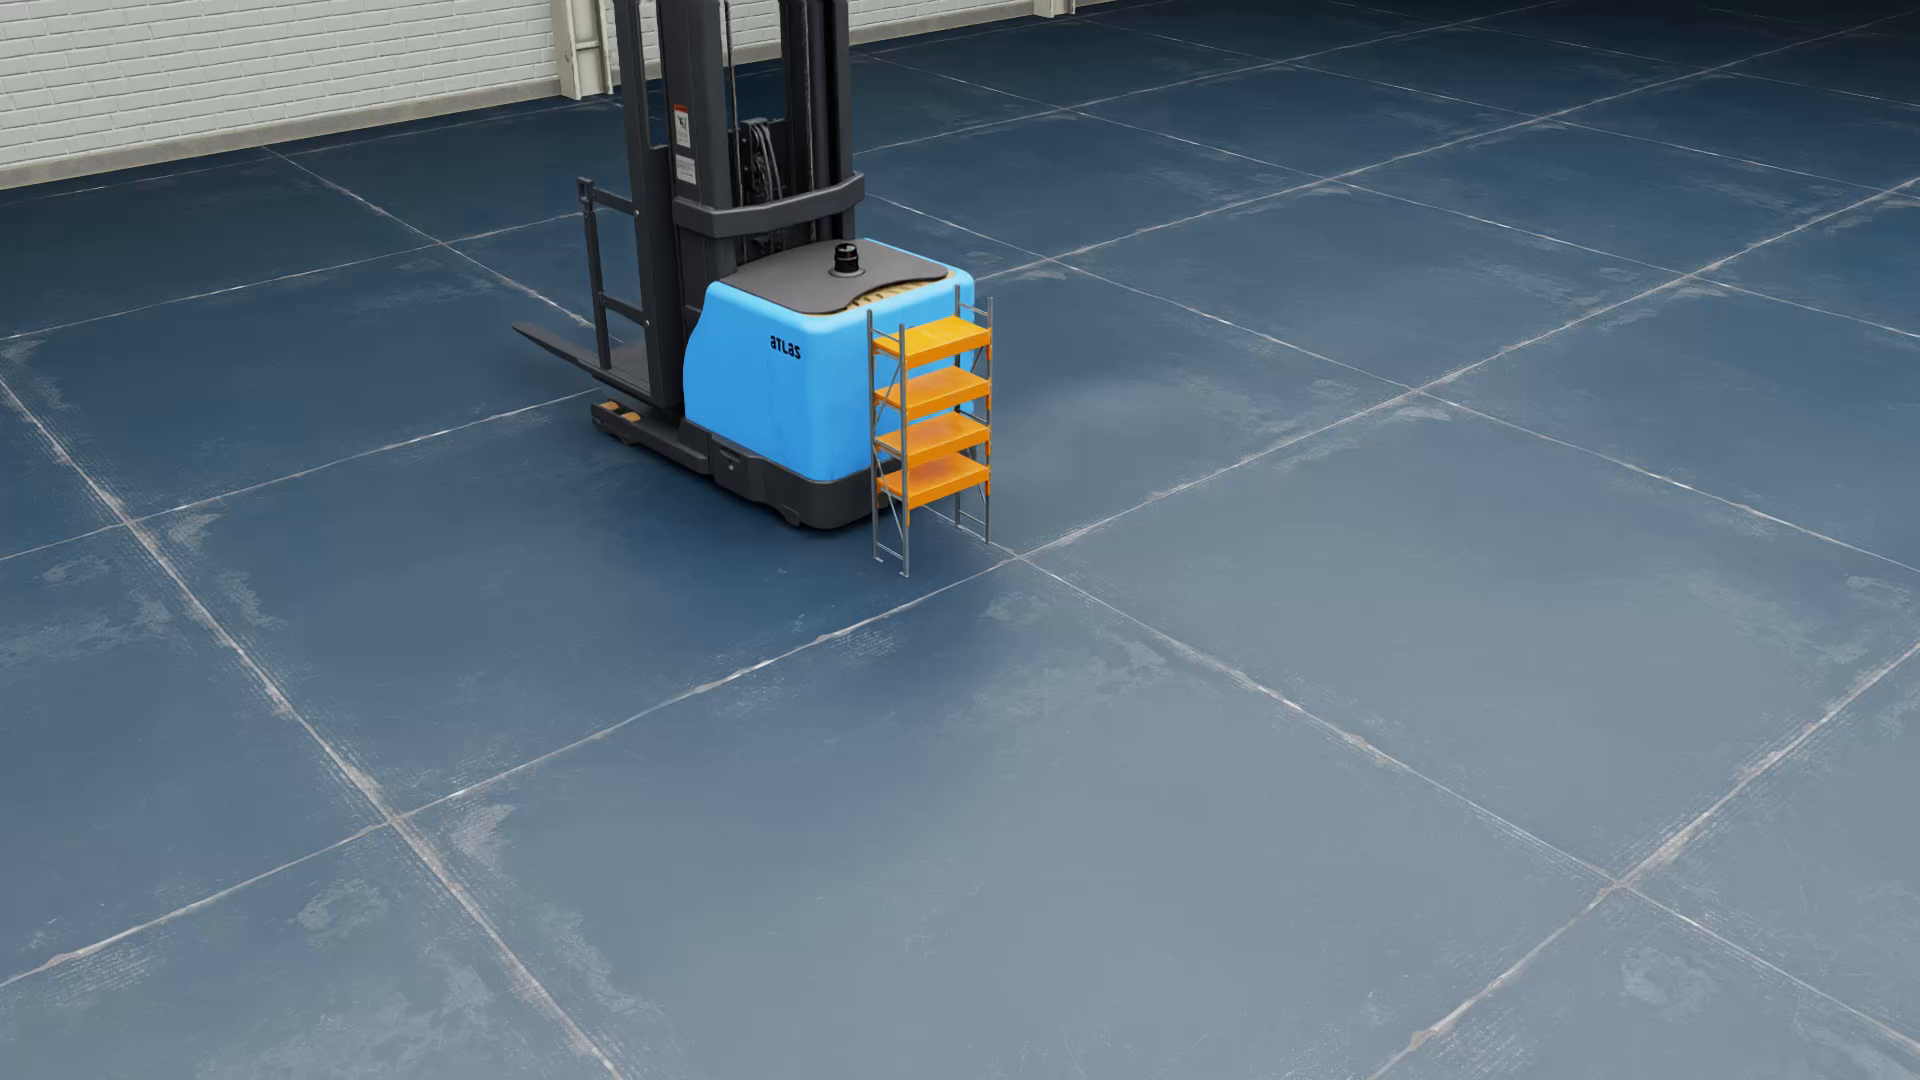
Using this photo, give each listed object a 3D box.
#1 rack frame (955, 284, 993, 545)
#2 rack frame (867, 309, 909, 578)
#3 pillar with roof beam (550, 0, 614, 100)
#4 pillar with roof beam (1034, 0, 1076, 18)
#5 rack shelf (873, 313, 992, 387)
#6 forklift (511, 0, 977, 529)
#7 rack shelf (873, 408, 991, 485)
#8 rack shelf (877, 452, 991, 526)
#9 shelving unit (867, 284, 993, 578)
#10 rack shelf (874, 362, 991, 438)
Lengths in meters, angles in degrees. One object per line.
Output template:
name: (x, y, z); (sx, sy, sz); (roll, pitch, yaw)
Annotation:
rack frame: (0.060, -0.553, 7.512); (0.015, 1.200, 0.240); (-22, 35, -35)
rack frame: (-0.312, -0.404, 7.233); (0.015, 1.200, 0.240); (-22, 35, -35)
pillar with roof beam: (-0.700, -6.605, 10.562); (0.400, 9.000, 9.100); (-22, 35, -35)
pillar with roof beam: (3.865, -8.440, 13.996); (0.400, 9.000, 9.100); (-22, 35, -35)
rack shelf: (-0.126, -0.825, 7.187); (0.480, 0.148, 0.258); (-22, 35, -35)
forklift: (-1.304, -1.942, 8.274); (1.130, 2.935, 3.031); (-25, 37, -38)
rack shelf: (-0.126, -0.419, 7.404); (0.480, 0.148, 0.258); (-22, 35, -35)
rack shelf: (-0.126, -0.244, 7.498); (0.480, 0.148, 0.258); (-22, 35, -35)
shelving unit: (-0.126, -0.479, 7.372); (0.503, 1.200, 0.258); (-22, 35, -35)
rack shelf: (-0.126, -0.616, 7.299); (0.480, 0.148, 0.258); (-22, 35, -35)
